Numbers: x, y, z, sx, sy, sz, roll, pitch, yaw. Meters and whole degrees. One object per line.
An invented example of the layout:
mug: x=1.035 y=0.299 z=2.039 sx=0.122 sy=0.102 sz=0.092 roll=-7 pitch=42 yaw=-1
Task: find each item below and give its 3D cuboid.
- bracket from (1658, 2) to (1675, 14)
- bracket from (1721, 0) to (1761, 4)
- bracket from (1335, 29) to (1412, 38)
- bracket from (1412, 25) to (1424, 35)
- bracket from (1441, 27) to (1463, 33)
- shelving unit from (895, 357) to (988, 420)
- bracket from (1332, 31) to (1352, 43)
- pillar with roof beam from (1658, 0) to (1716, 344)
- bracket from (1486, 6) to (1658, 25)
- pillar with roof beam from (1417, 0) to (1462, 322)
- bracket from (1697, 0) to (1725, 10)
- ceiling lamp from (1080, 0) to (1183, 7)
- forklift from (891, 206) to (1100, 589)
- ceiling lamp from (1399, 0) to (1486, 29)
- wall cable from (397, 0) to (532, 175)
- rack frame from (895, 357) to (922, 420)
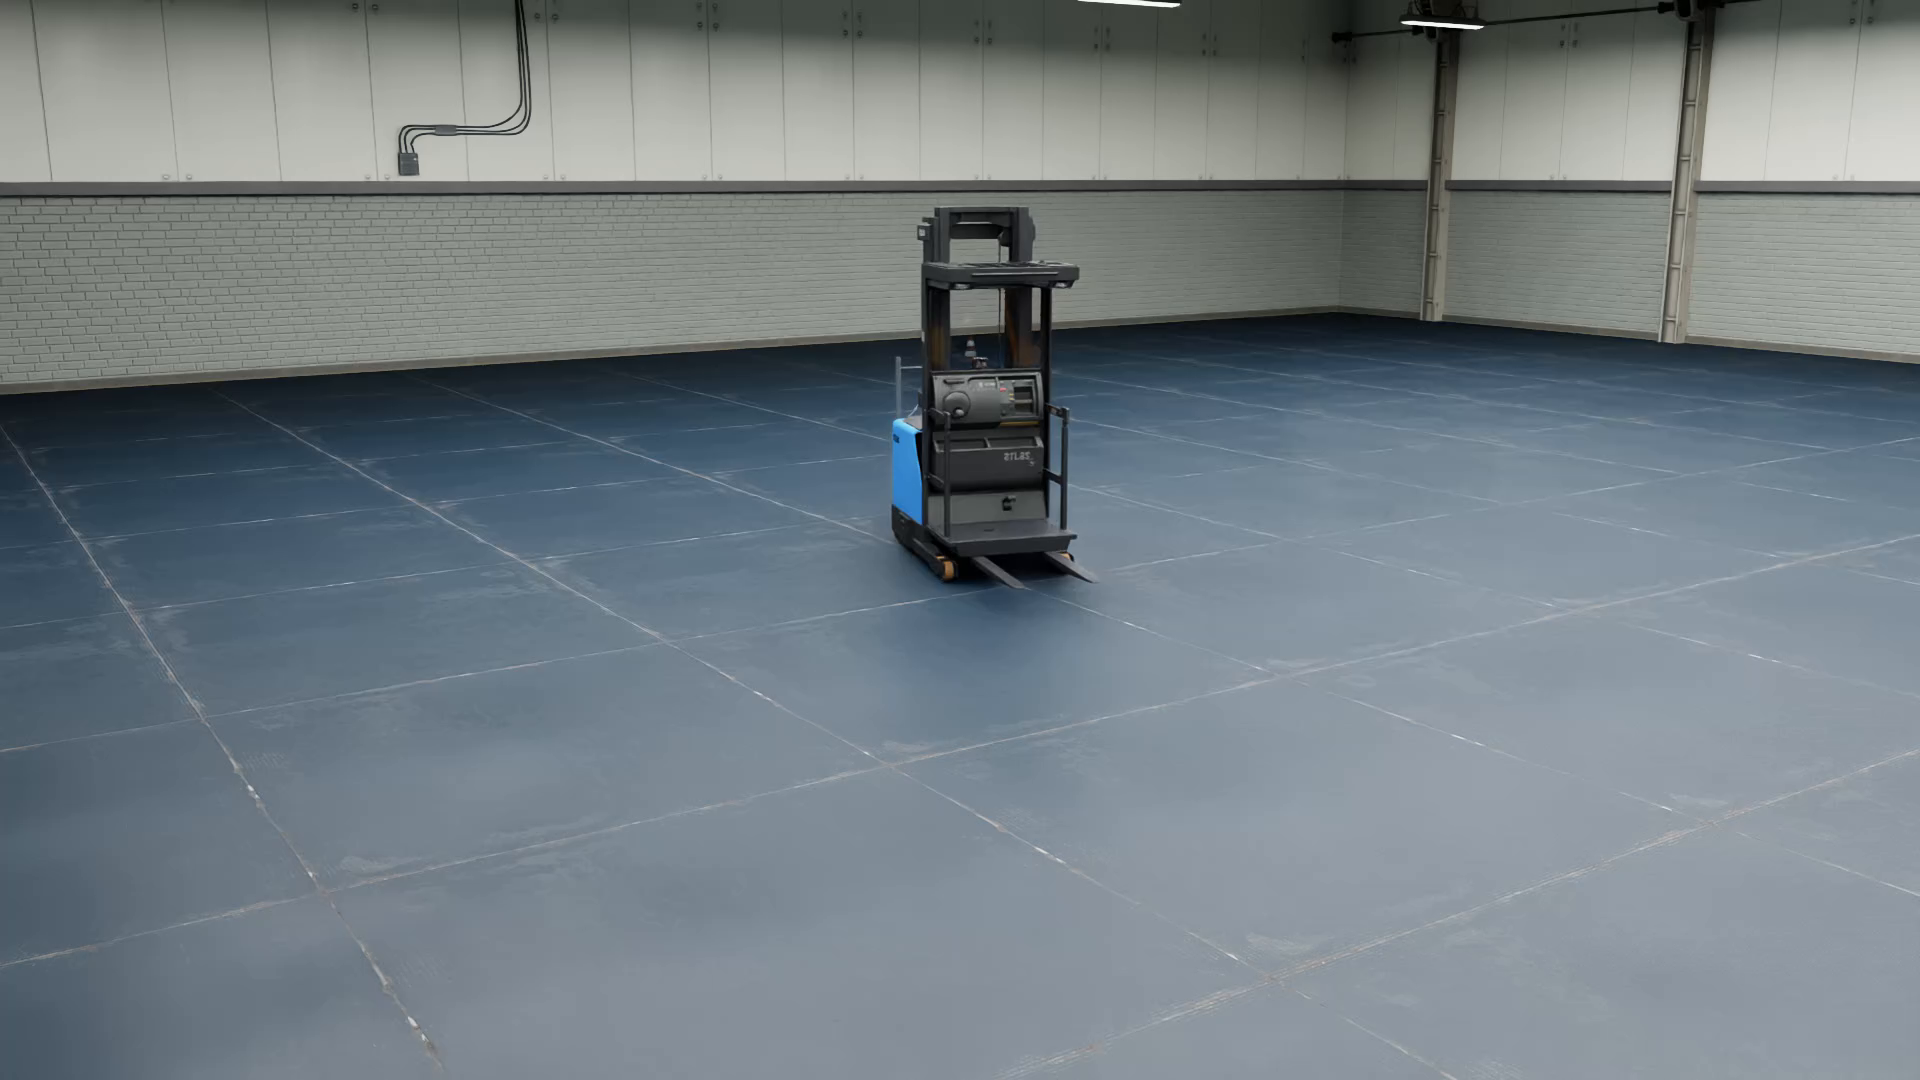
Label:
bracket: x=13.405 y=-10.056 z=31.354 sx=0.235 sy=0.232 sz=0.430 roll=-8 pitch=15 yaw=-33
bracket: x=15.292 y=-9.450 z=28.584 sx=0.076 sy=0.066 sz=4.783 roll=-8 pitch=15 yaw=-33
bracket: x=9.095 y=-11.439 z=37.681 sx=0.076 sy=0.066 sz=3.189 roll=-8 pitch=15 yaw=-33
bracket: x=10.080 y=-11.123 z=36.234 sx=0.235 sy=0.232 sz=0.430 roll=-8 pitch=15 yaw=-33
bracket: x=10.540 y=-10.975 z=35.559 sx=0.235 sy=0.232 sz=0.430 roll=-8 pitch=15 yaw=-33
shelving unit: x=-0.181 y=-0.924 z=15.578 sx=0.538 sy=1.500 sz=1.048 roll=-5 pitch=13 yaw=-22
bracket: x=8.767 y=-11.544 z=38.161 sx=0.235 sy=0.232 sz=0.430 roll=-8 pitch=15 yaw=-33
pillar with roof beam: x=10.346 y=-7.756 z=29.264 sx=9.100 sy=9.000 sz=0.548 roll=-8 pitch=15 yaw=-33
bracket: x=11.968 y=-10.517 z=33.464 sx=0.076 sy=0.066 sz=4.783 roll=-8 pitch=15 yaw=-33
pillar with roof beam: x=7.022 y=-8.823 z=34.143 sx=9.100 sy=9.000 sz=0.548 roll=-8 pitch=15 yaw=-33
bracket: x=13.865 y=-9.908 z=30.679 sx=0.235 sy=0.232 sz=0.430 roll=-8 pitch=15 yaw=-33
ceiling lamp: x=2.507 y=-10.041 z=26.049 sx=2.000 sy=3.185 sz=0.800 roll=-8 pitch=15 yaw=-33
forklift: x=0.294 y=-1.193 z=13.457 sx=1.130 sy=2.935 sz=3.031 roll=-4 pitch=13 yaw=-16
ceiling lamp: x=8.617 y=-10.910 z=30.022 sx=2.000 sy=3.185 sz=0.800 roll=-8 pitch=15 yaw=-33
wall cable: x=-8.237 y=-9.067 z=27.297 sx=2.305 sy=6.003 sz=0.169 roll=-8 pitch=15 yaw=-33
rack frame: x=-0.378 y=-1.024 z=16.035 sx=0.500 sy=1.500 sz=0.032 roll=-5 pitch=13 yaw=-22
